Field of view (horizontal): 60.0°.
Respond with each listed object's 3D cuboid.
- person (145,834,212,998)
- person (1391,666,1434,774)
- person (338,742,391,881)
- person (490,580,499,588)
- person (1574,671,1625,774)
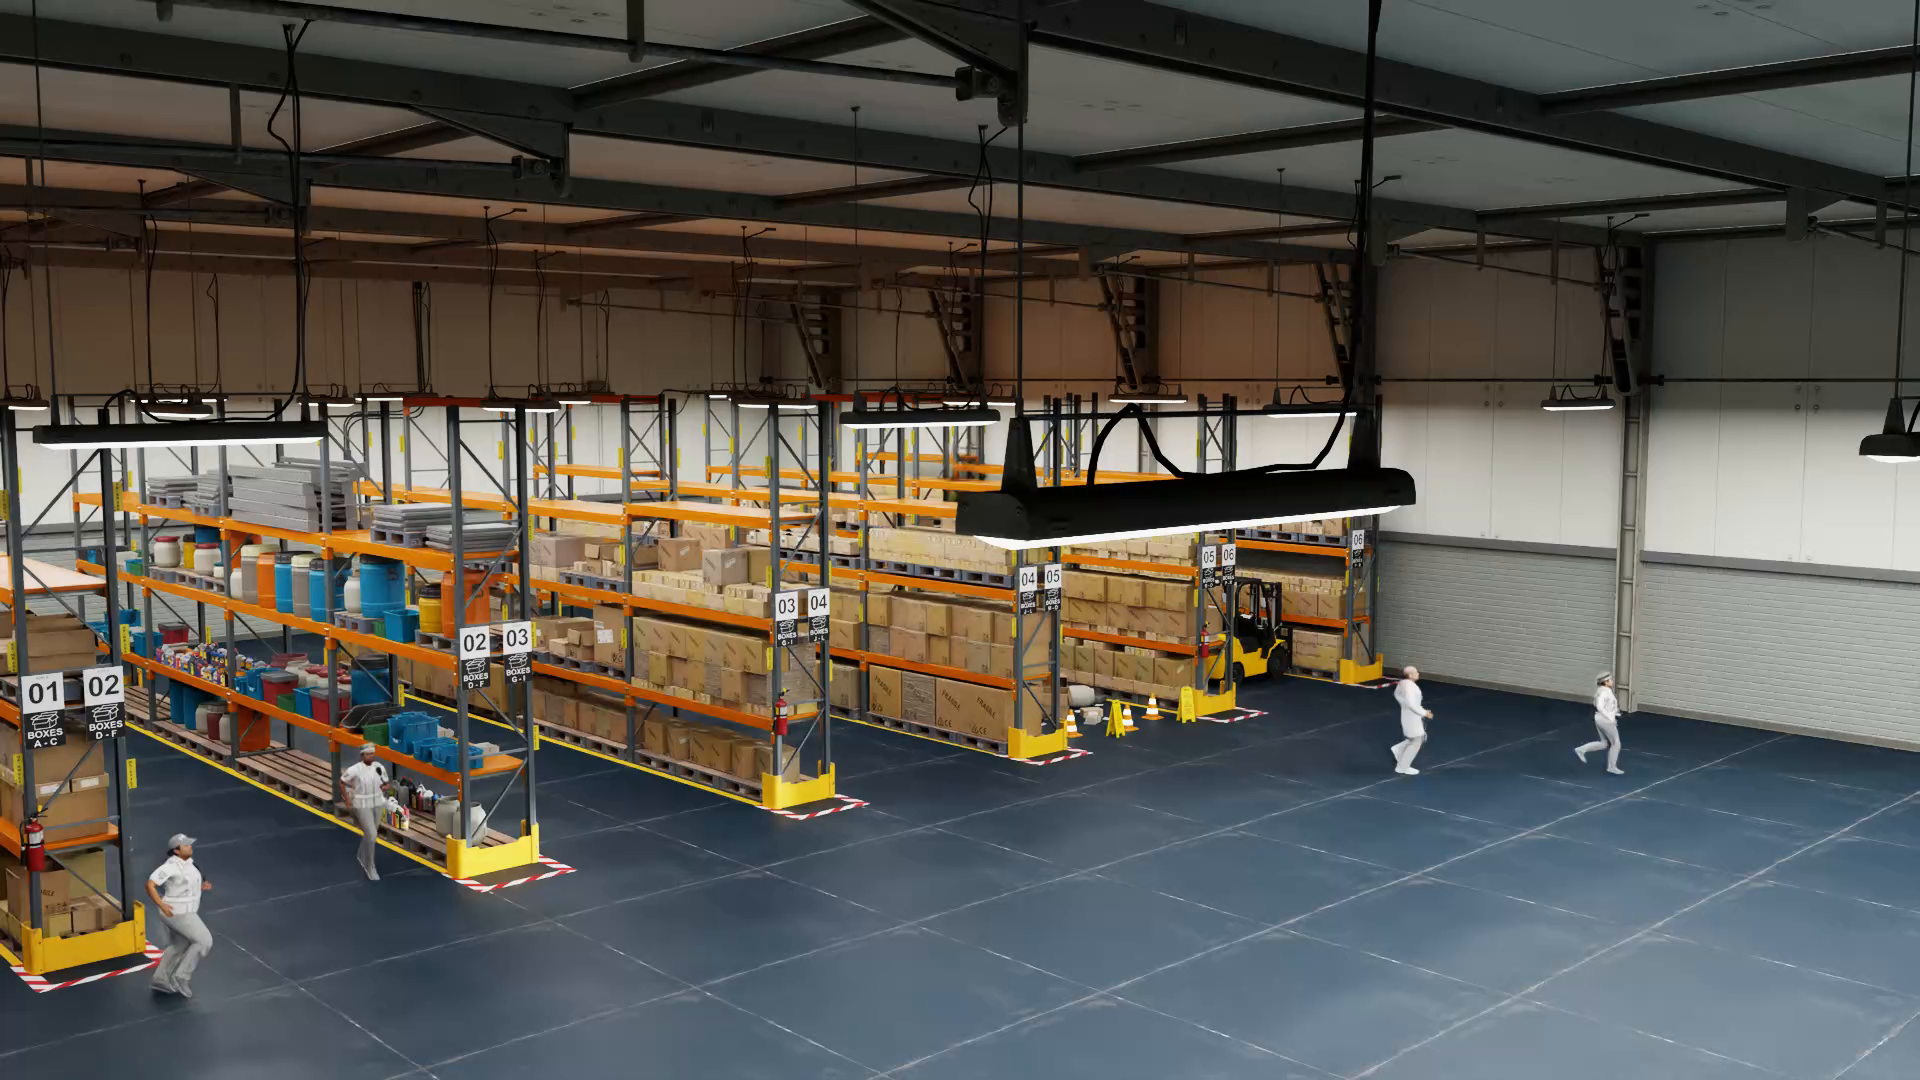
[{"bbox_3d":[-8.044,3.856,17.166,0.636,1.660,0.588,-1,6,-14],"label":"person"},{"bbox_3d":[7.274,2.888,26.745,0.629,1.743,0.714,1,6,6],"label":"person"},{"bbox_3d":[-7.557,3.441,21.228,0.762,1.758,0.543,4,7,38],"label":"person"},{"bbox_3d":[-10.782,1.759,38.413,0.701,1.766,0.889,-1,6,-14],"label":"person"},{"bbox_3d":[10.325,2.934,26.719,0.759,1.682,0.618,1,6,6],"label":"person"}]
